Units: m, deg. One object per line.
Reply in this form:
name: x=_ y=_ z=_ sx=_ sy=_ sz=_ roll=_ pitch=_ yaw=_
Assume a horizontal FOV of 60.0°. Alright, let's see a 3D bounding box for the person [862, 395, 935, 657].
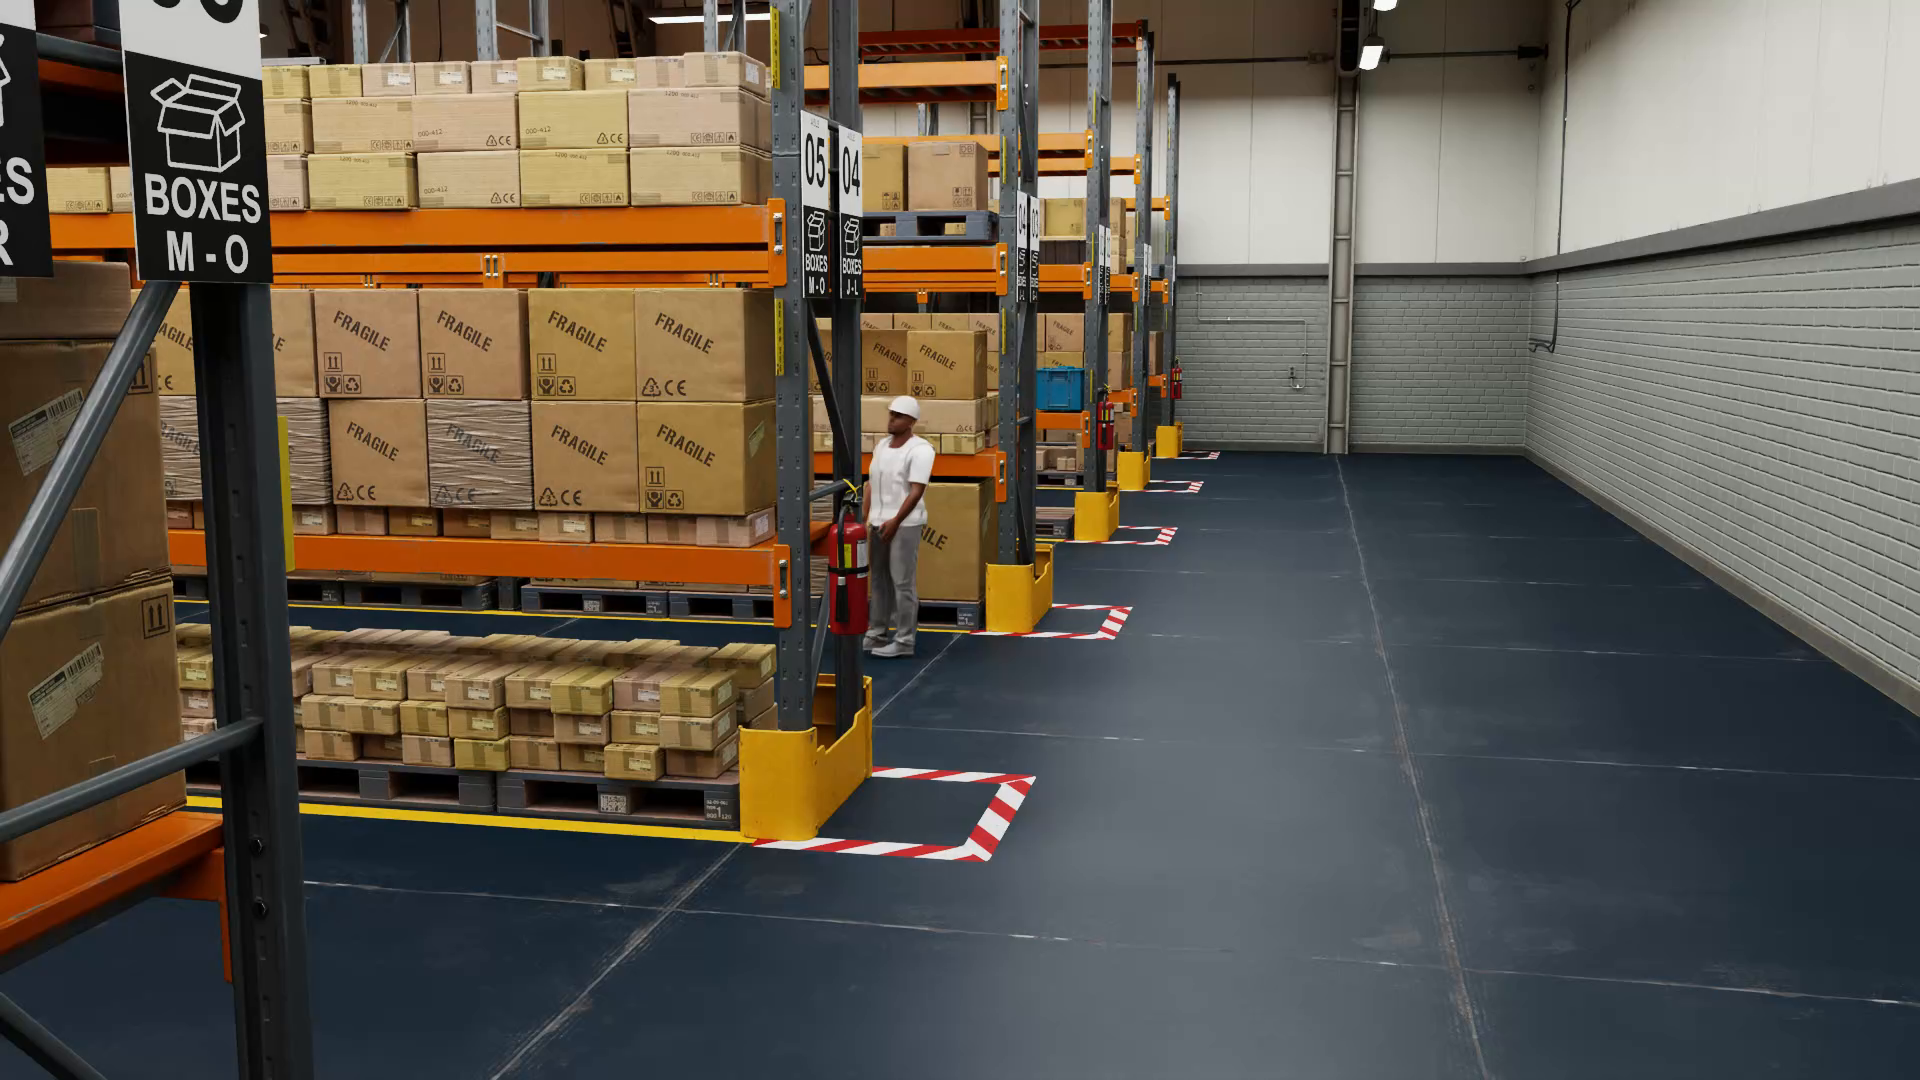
person: x=-0.489 y=-0.095 z=11.306 sx=0.487 sy=1.776 sz=0.605 roll=-8 pitch=11 yaw=-44
